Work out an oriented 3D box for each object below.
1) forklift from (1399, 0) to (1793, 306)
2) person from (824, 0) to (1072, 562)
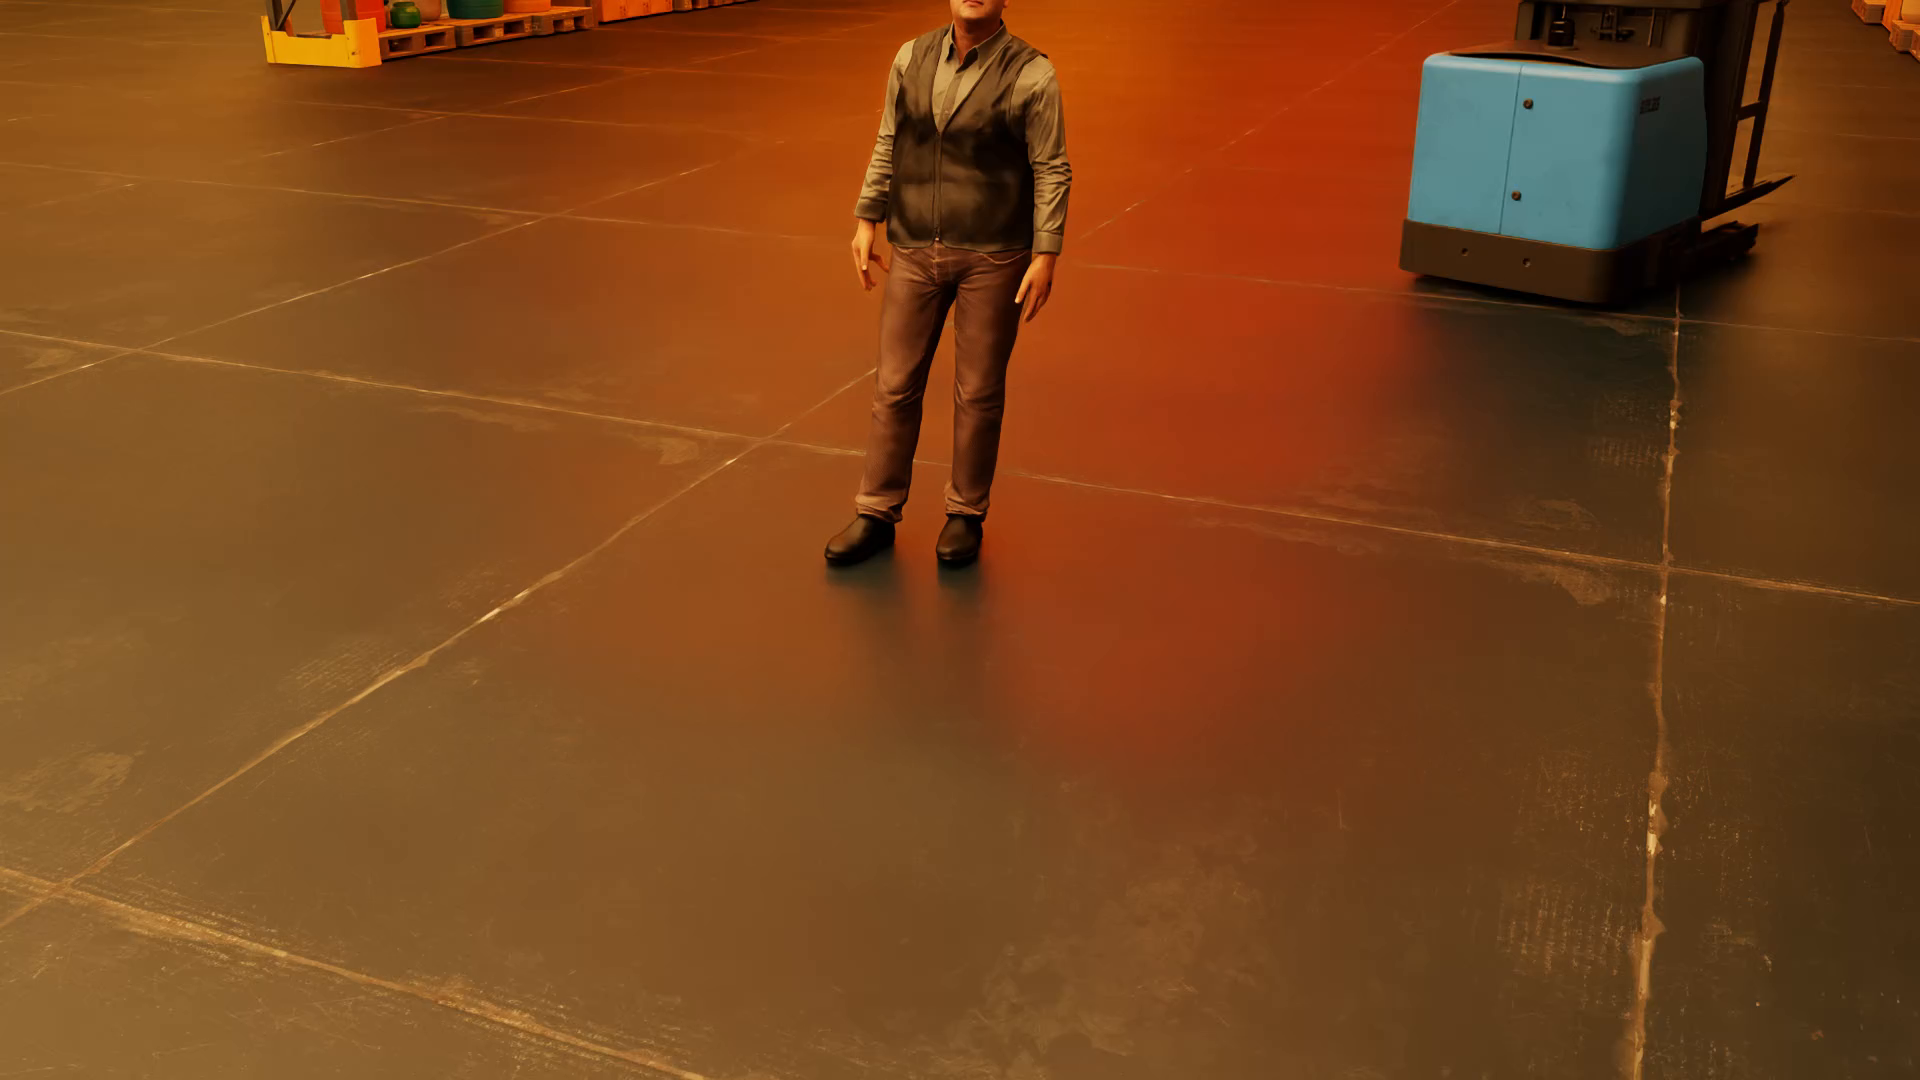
[{"bbox_3d":[3.495,-2.895,8.218,1.130,2.935,3.031,19,30,39],"label":"forklift"},{"bbox_3d":[-0.031,-0.780,4.708,0.632,1.720,0.568,9,24,21],"label":"person"}]
